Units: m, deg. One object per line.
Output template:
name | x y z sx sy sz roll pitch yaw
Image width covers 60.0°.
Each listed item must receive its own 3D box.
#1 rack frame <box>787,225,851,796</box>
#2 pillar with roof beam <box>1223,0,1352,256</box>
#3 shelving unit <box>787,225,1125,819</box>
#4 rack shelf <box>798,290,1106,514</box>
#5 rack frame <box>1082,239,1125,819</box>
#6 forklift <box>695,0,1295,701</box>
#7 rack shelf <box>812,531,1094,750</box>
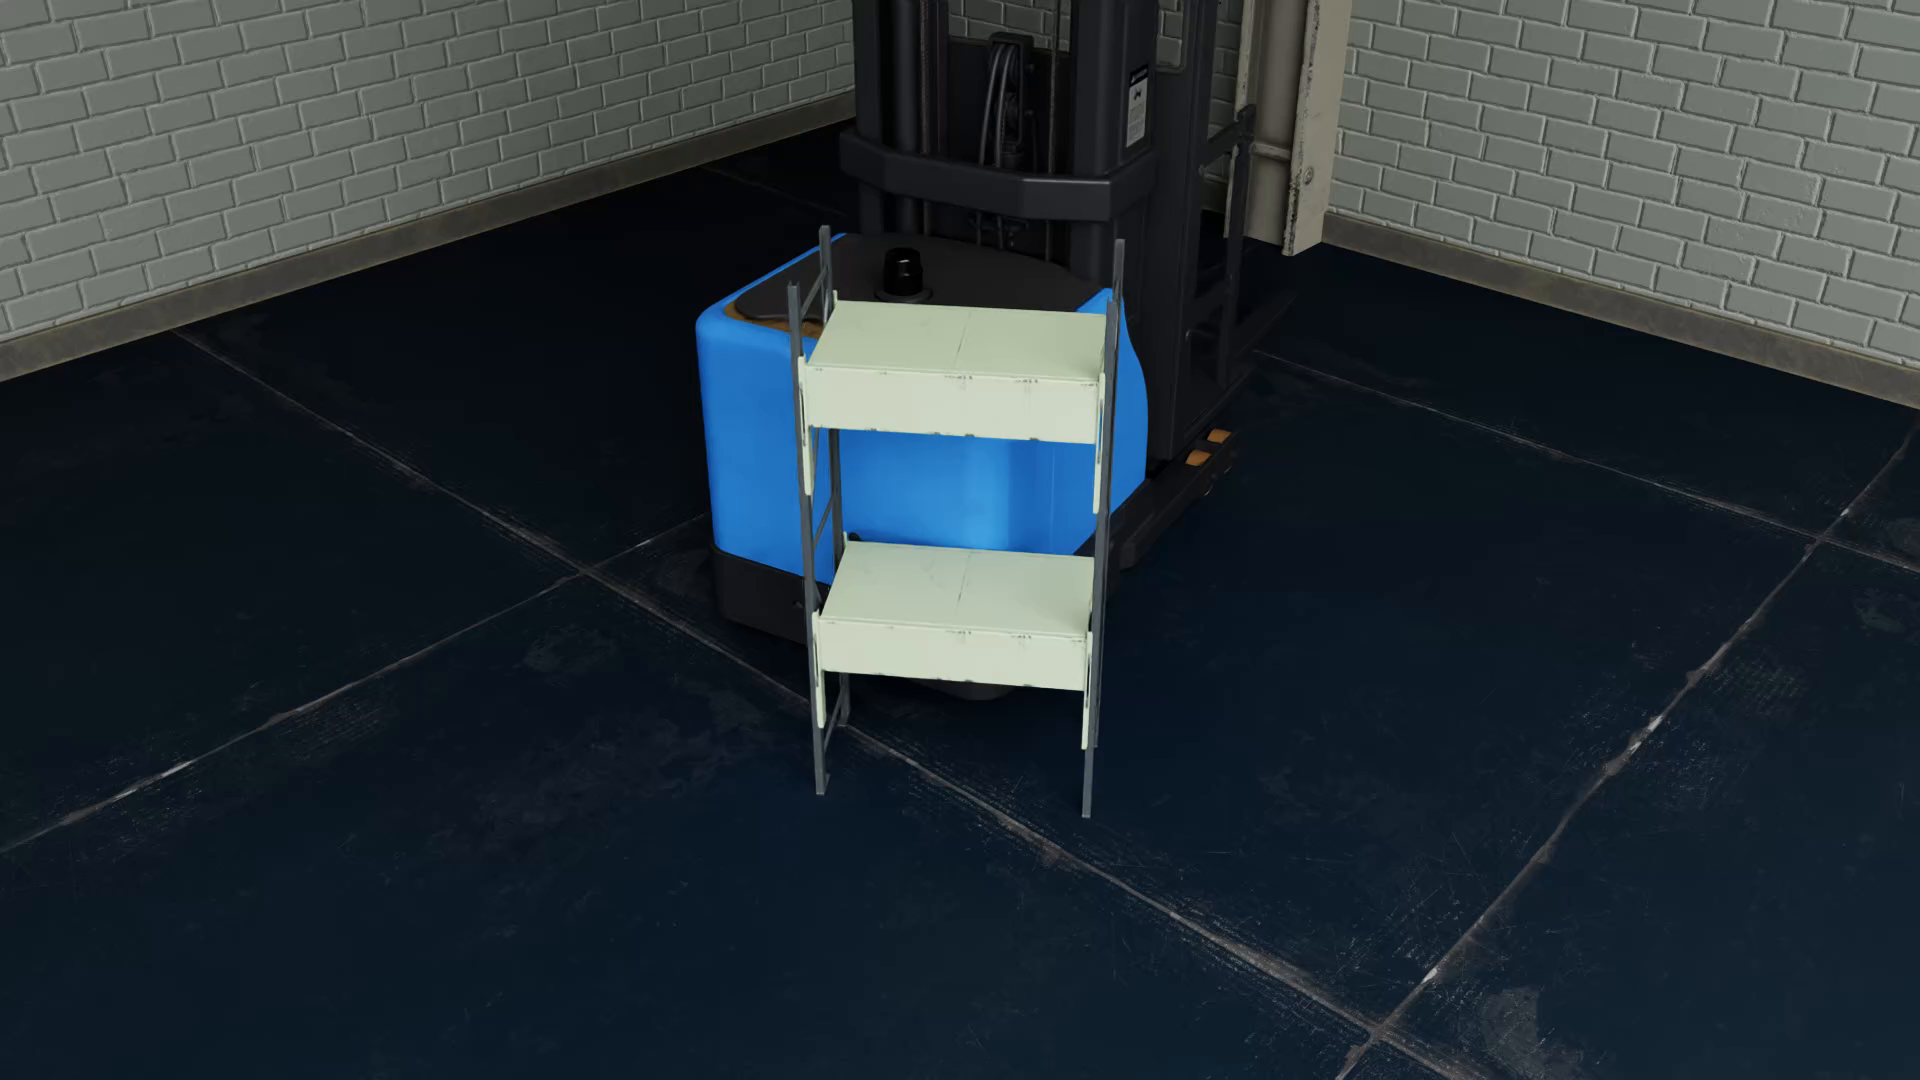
rack frame | -0.360 -0.040 4.362 0.023 1.500 0.400 4 31 6
pillar with roof beam | -1.338 -3.703 3.176 0.400 9.000 9.100 25 39 35
shelving unit | 0.003 -0.016 4.322 0.755 1.500 0.431 4 31 6
rack shelf | 0.003 -0.350 4.121 0.720 0.370 0.431 4 31 6
rack frame | 0.366 0.009 4.281 0.023 1.500 0.400 4 31 6
forklift | 0.387 -1.519 5.432 1.130 2.935 3.031 16 35 25
rack shelf | 0.003 0.264 4.490 0.720 0.370 0.431 4 31 6
